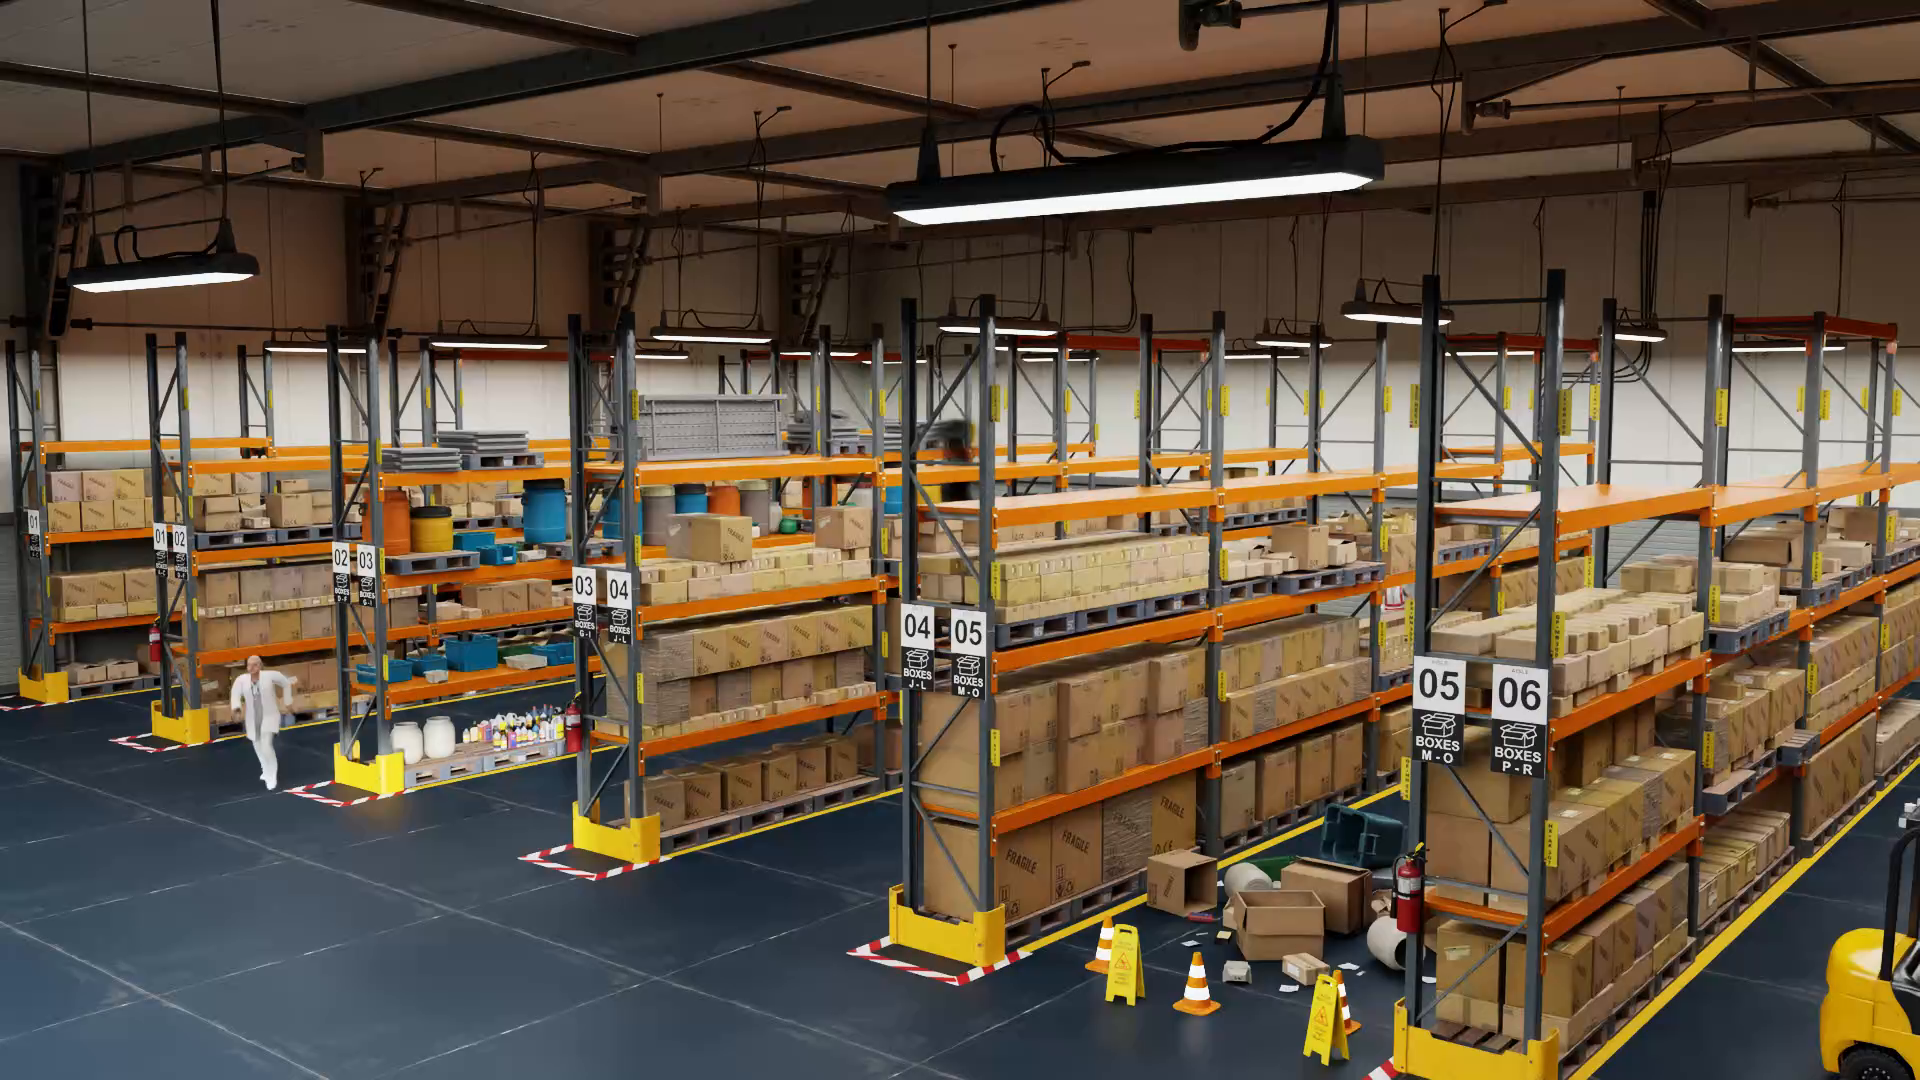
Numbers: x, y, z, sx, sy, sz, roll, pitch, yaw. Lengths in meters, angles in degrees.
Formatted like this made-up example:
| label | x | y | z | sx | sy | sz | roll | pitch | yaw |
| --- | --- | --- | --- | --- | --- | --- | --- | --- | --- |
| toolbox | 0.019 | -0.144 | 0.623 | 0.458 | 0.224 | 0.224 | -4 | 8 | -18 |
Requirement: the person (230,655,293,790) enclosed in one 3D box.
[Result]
| label | x | y | z | sx | sy | sz | roll | pitch | yaw |
| --- | --- | --- | --- | --- | --- | --- | --- | --- | --- |
| person | -9.059 | 2.358 | 21.530 | 0.650 | 1.777 | 1.077 | 0 | 5 | -3 |

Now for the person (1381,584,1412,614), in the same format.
| label | x | y | z | sx | sy | sz | roll | pitch | yaw |
| --- | --- | --- | --- | --- | --- | --- | --- | --- | --- |
| person | 8.391 | 1.404 | 32.160 | 0.673 | 1.741 | 0.671 | 1 | 5 | 14 |
